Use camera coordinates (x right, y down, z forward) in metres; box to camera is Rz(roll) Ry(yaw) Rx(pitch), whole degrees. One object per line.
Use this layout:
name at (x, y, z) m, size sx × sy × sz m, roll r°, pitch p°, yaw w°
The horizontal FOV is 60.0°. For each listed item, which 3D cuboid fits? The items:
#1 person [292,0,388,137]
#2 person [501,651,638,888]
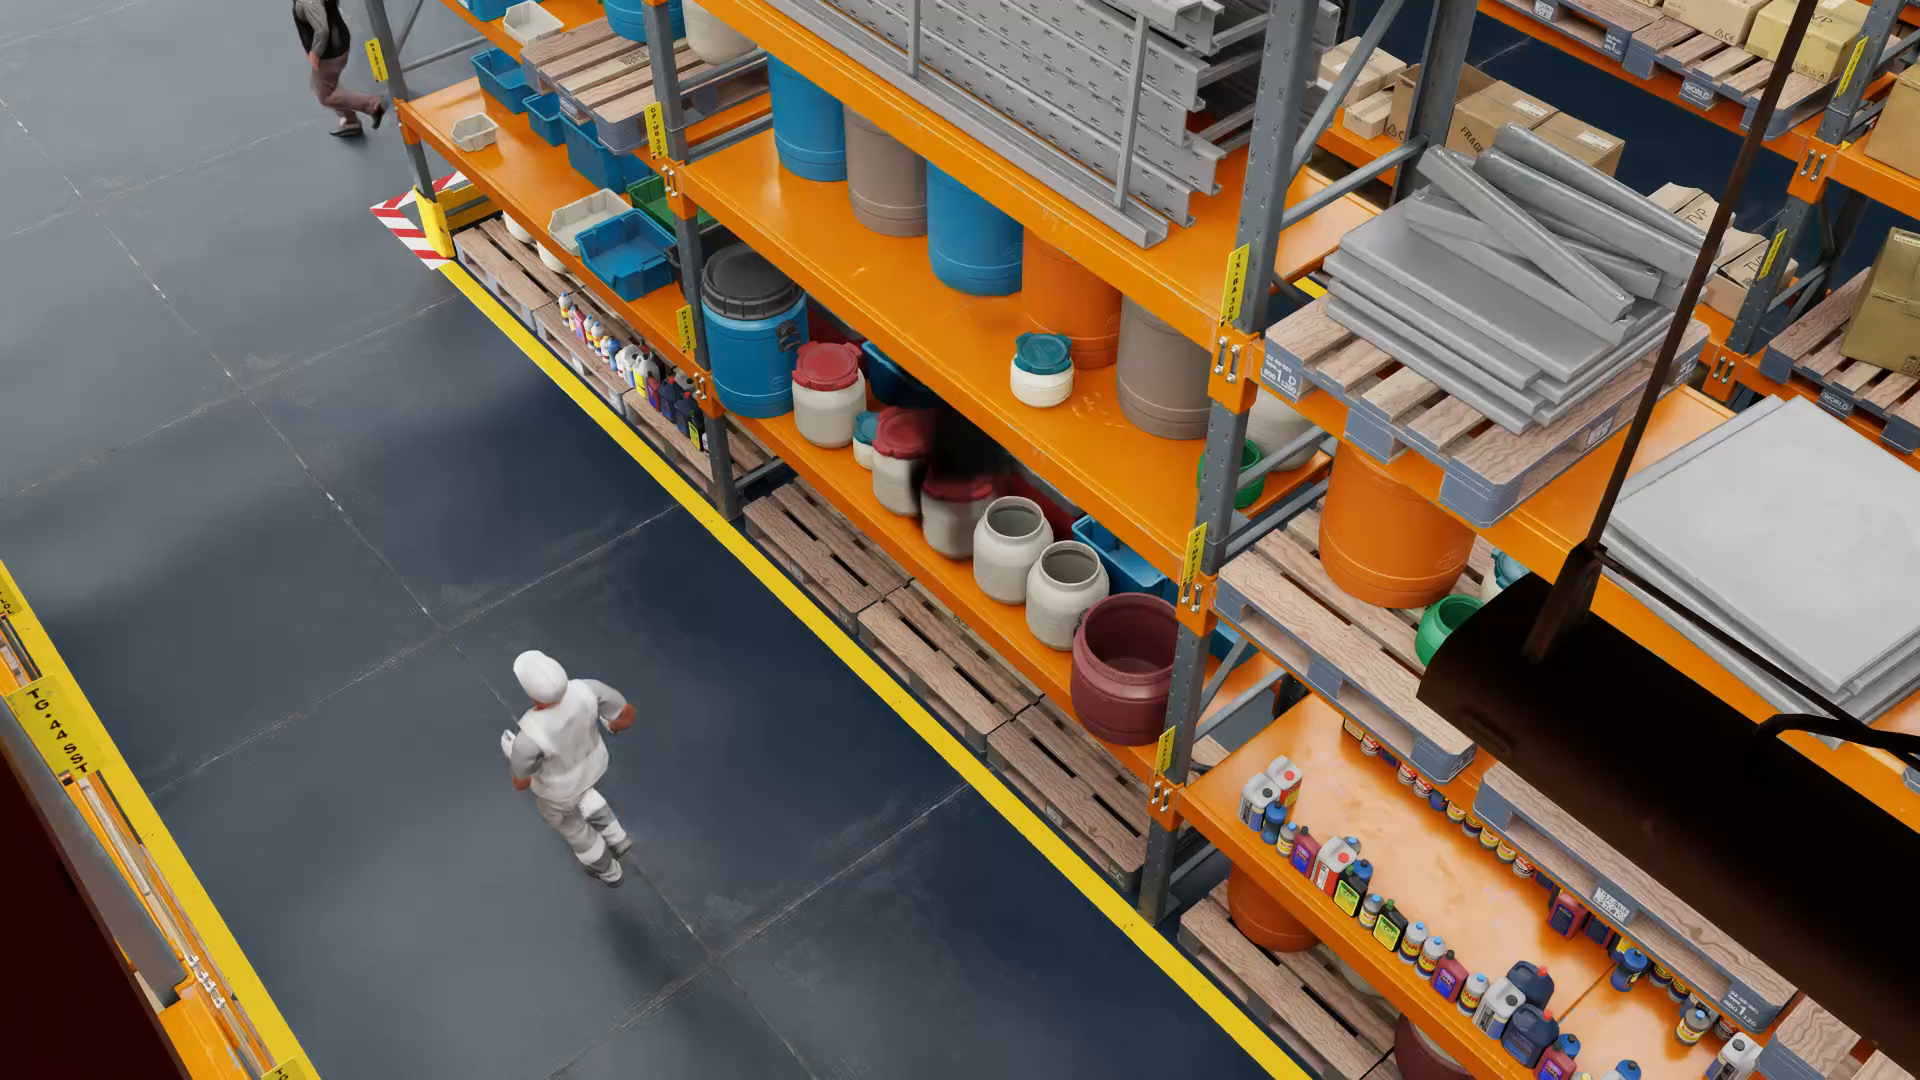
person at (-5.132, -4.045, 13.679) m, size 0.610 × 1.687 × 0.693 m, roll -3°, pitch 47°, yaw -3°
person at (-1.984, 1.124, 8.310) m, size 0.559 × 1.752 × 0.656 m, roll 29°, pitch 53°, yaw 25°
